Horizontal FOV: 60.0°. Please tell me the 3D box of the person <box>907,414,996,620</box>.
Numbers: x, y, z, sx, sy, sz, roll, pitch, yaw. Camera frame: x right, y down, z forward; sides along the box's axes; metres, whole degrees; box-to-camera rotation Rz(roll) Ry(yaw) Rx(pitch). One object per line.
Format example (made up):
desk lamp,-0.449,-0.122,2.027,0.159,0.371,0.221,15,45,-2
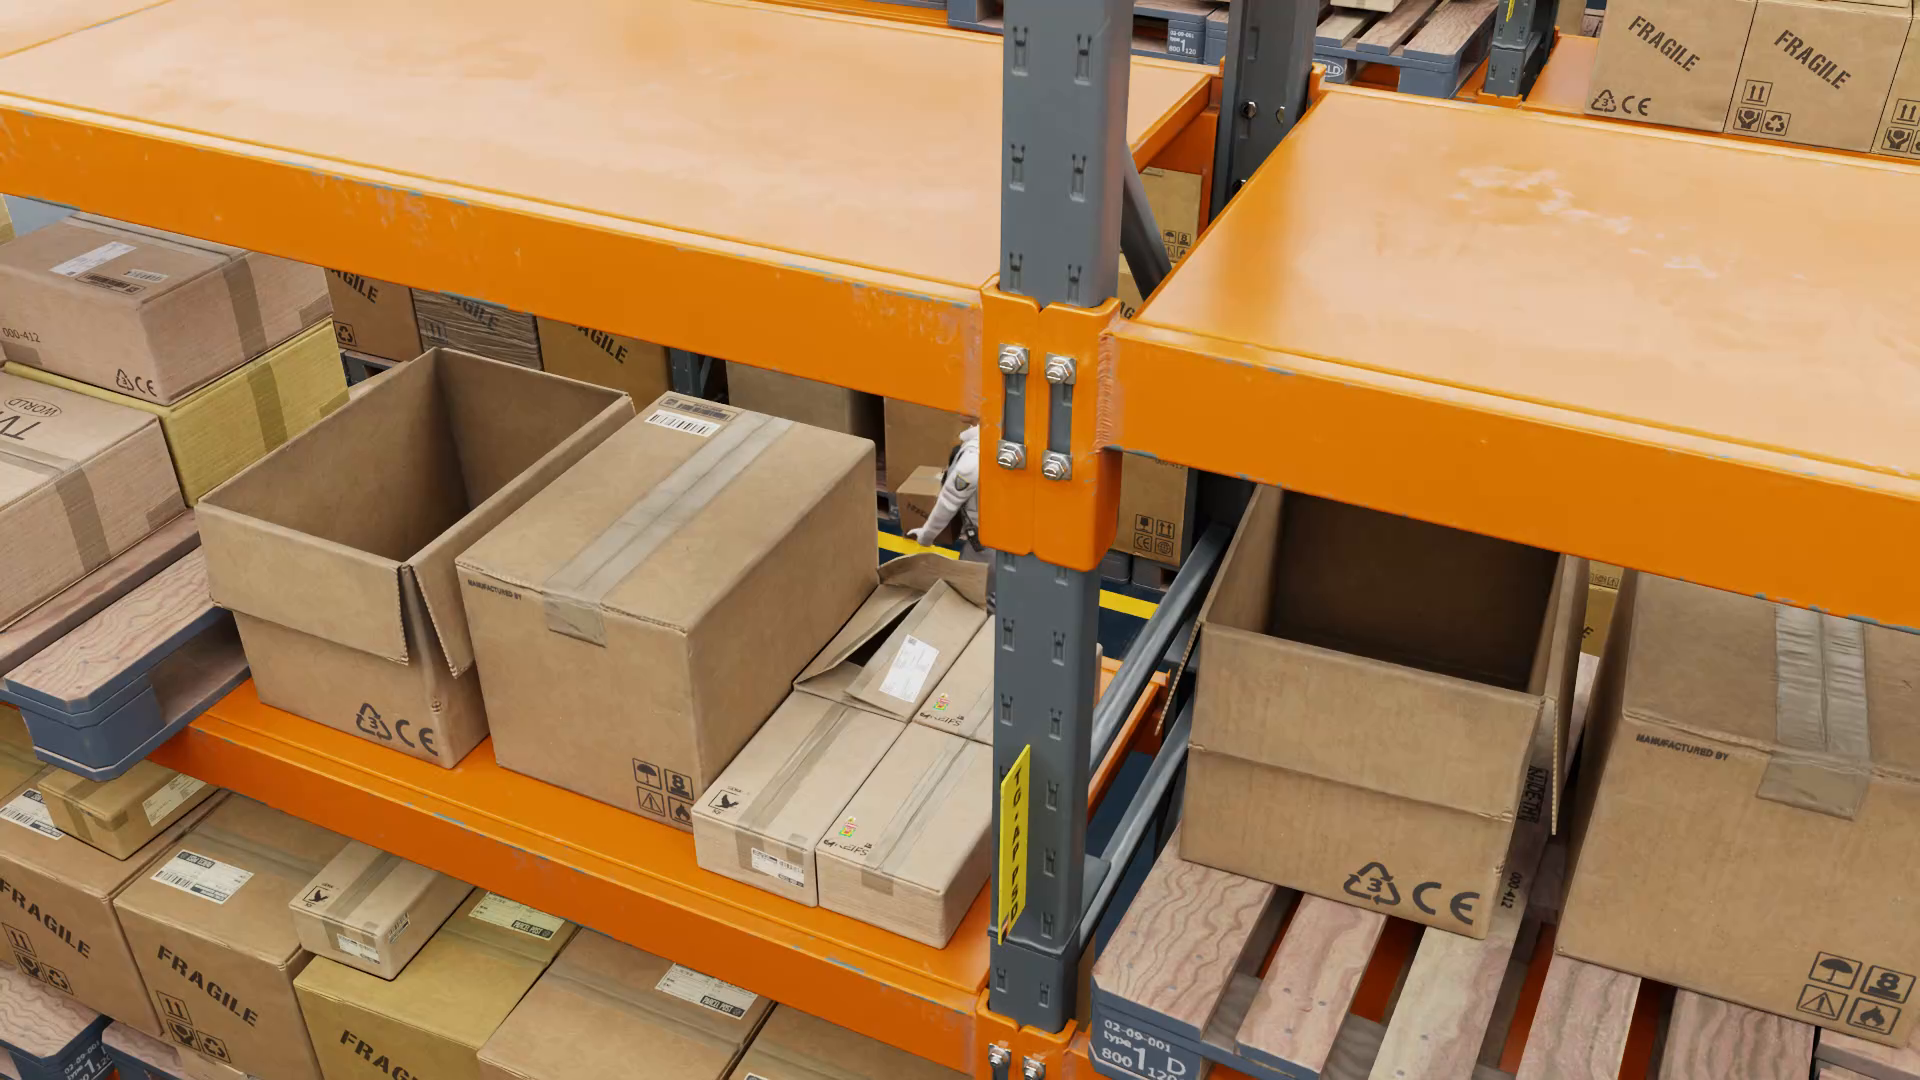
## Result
person,0.054,-0.036,7.530,0.533,1.677,0.415,14,36,20
